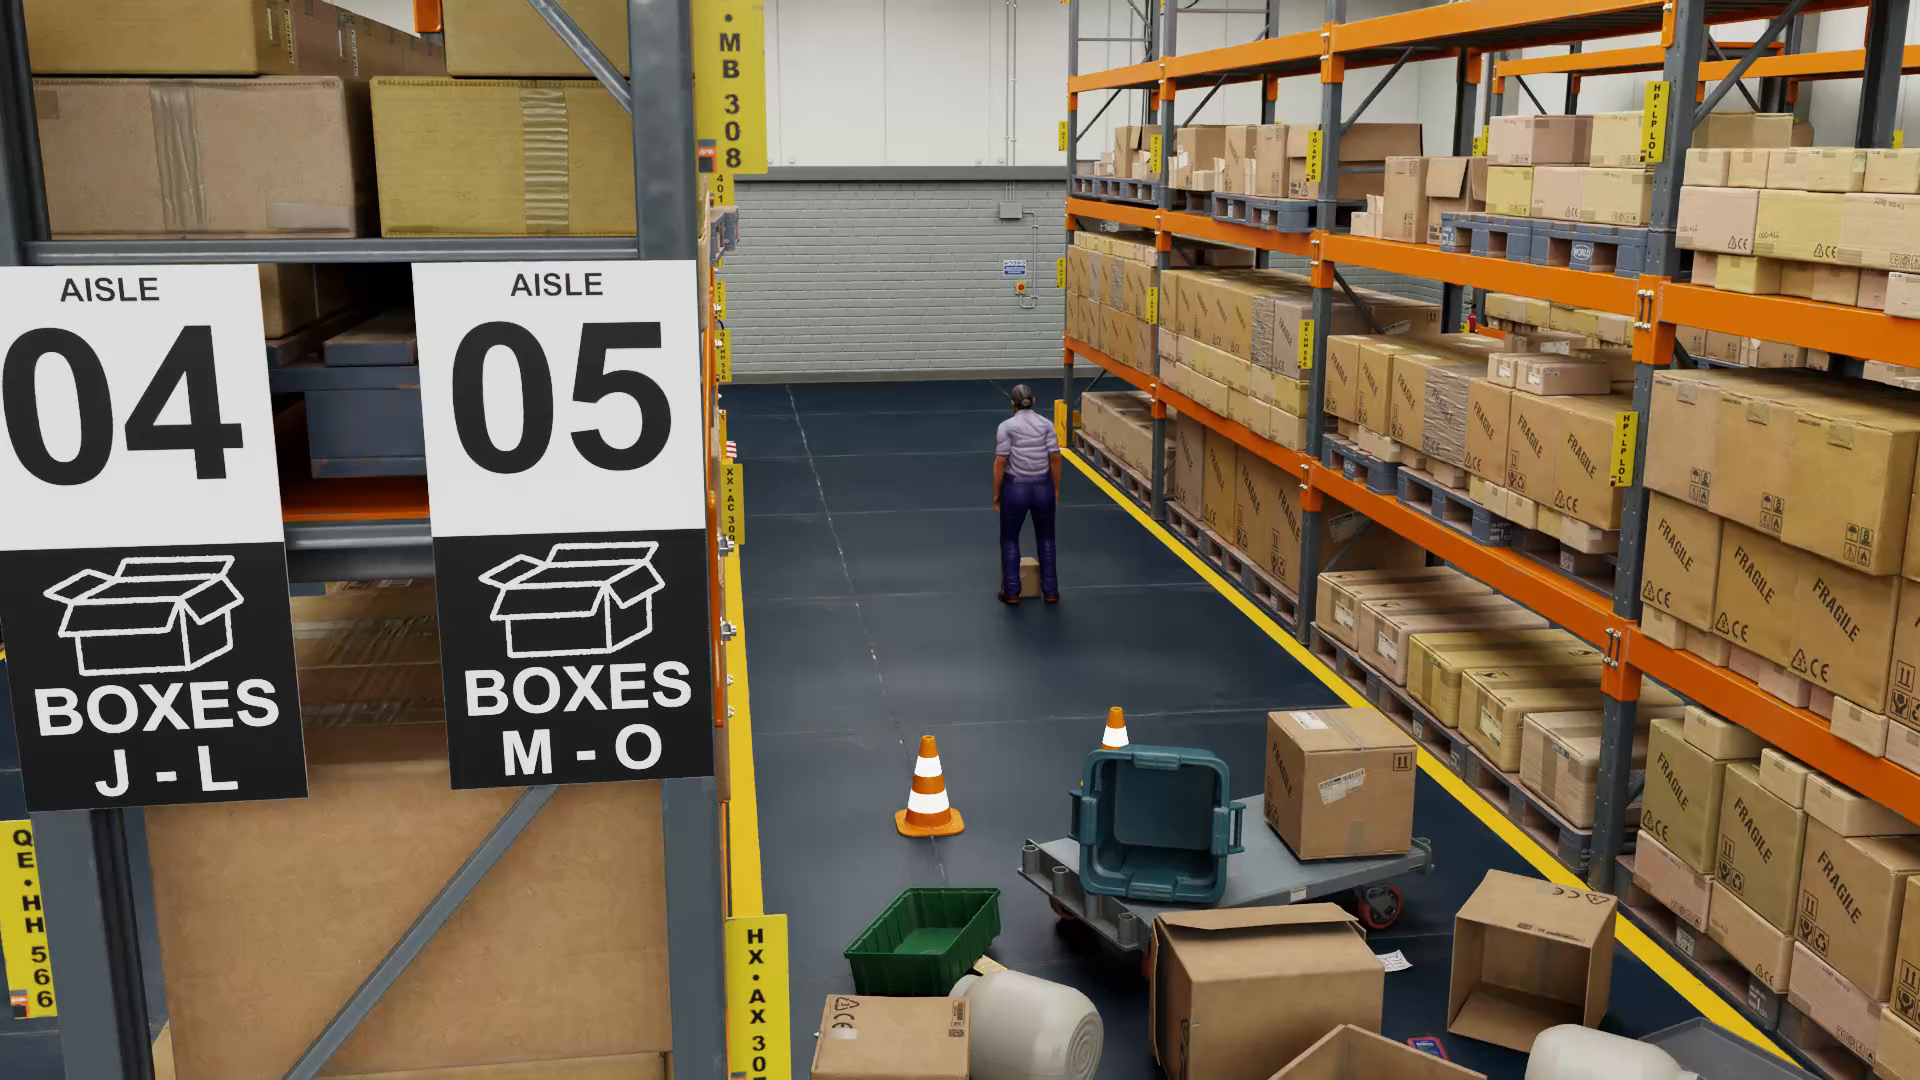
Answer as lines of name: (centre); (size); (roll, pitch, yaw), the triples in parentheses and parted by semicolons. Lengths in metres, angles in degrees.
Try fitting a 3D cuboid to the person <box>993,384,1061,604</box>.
person: (0.509, -0.340, 12.446); (0.555, 1.650, 0.377); (-3, 14, -11)
